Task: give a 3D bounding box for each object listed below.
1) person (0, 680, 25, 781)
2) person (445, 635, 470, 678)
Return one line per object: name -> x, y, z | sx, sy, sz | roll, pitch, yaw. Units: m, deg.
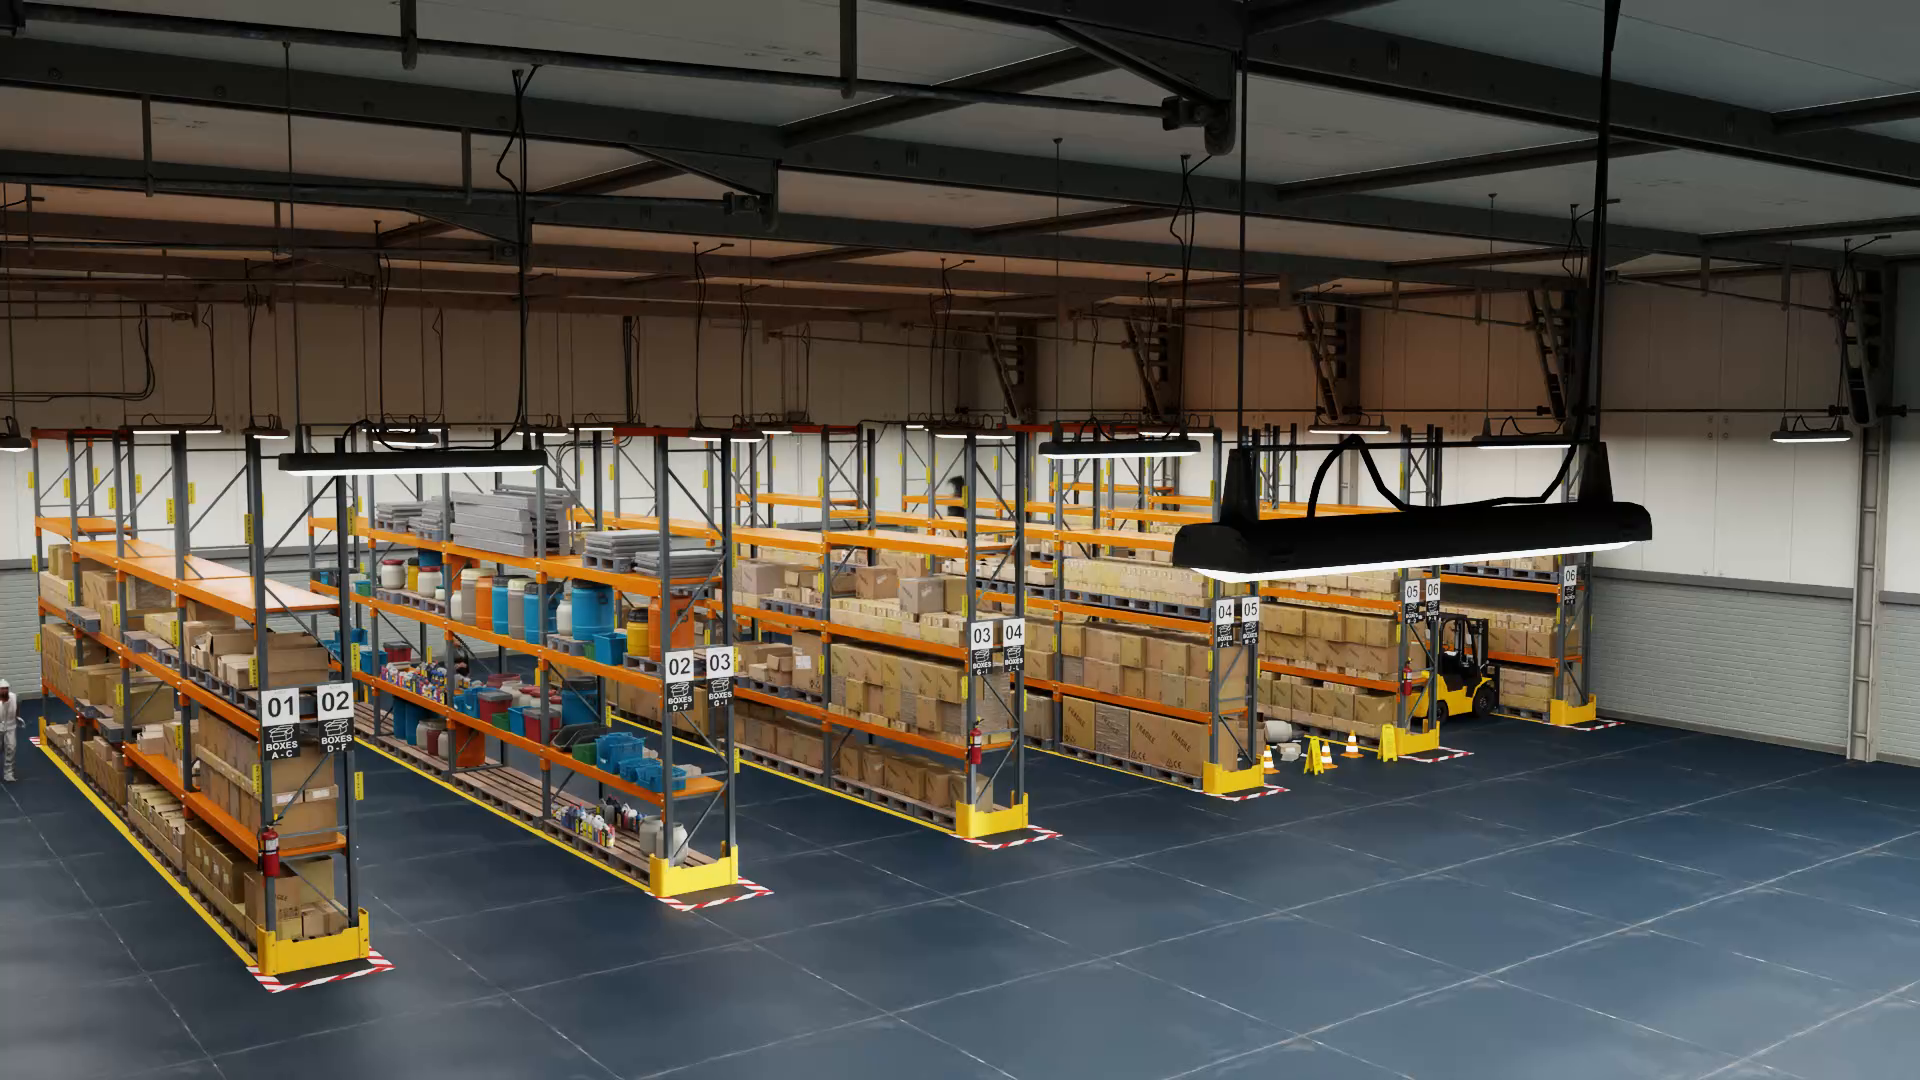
person -> -16.412, 3.234, 28.435 | 0.874, 1.740, 0.685 | 4, 6, 42
person -> -10.249, 2.810, 34.008 | 0.596, 1.753, 0.814 | -4, 6, -39
